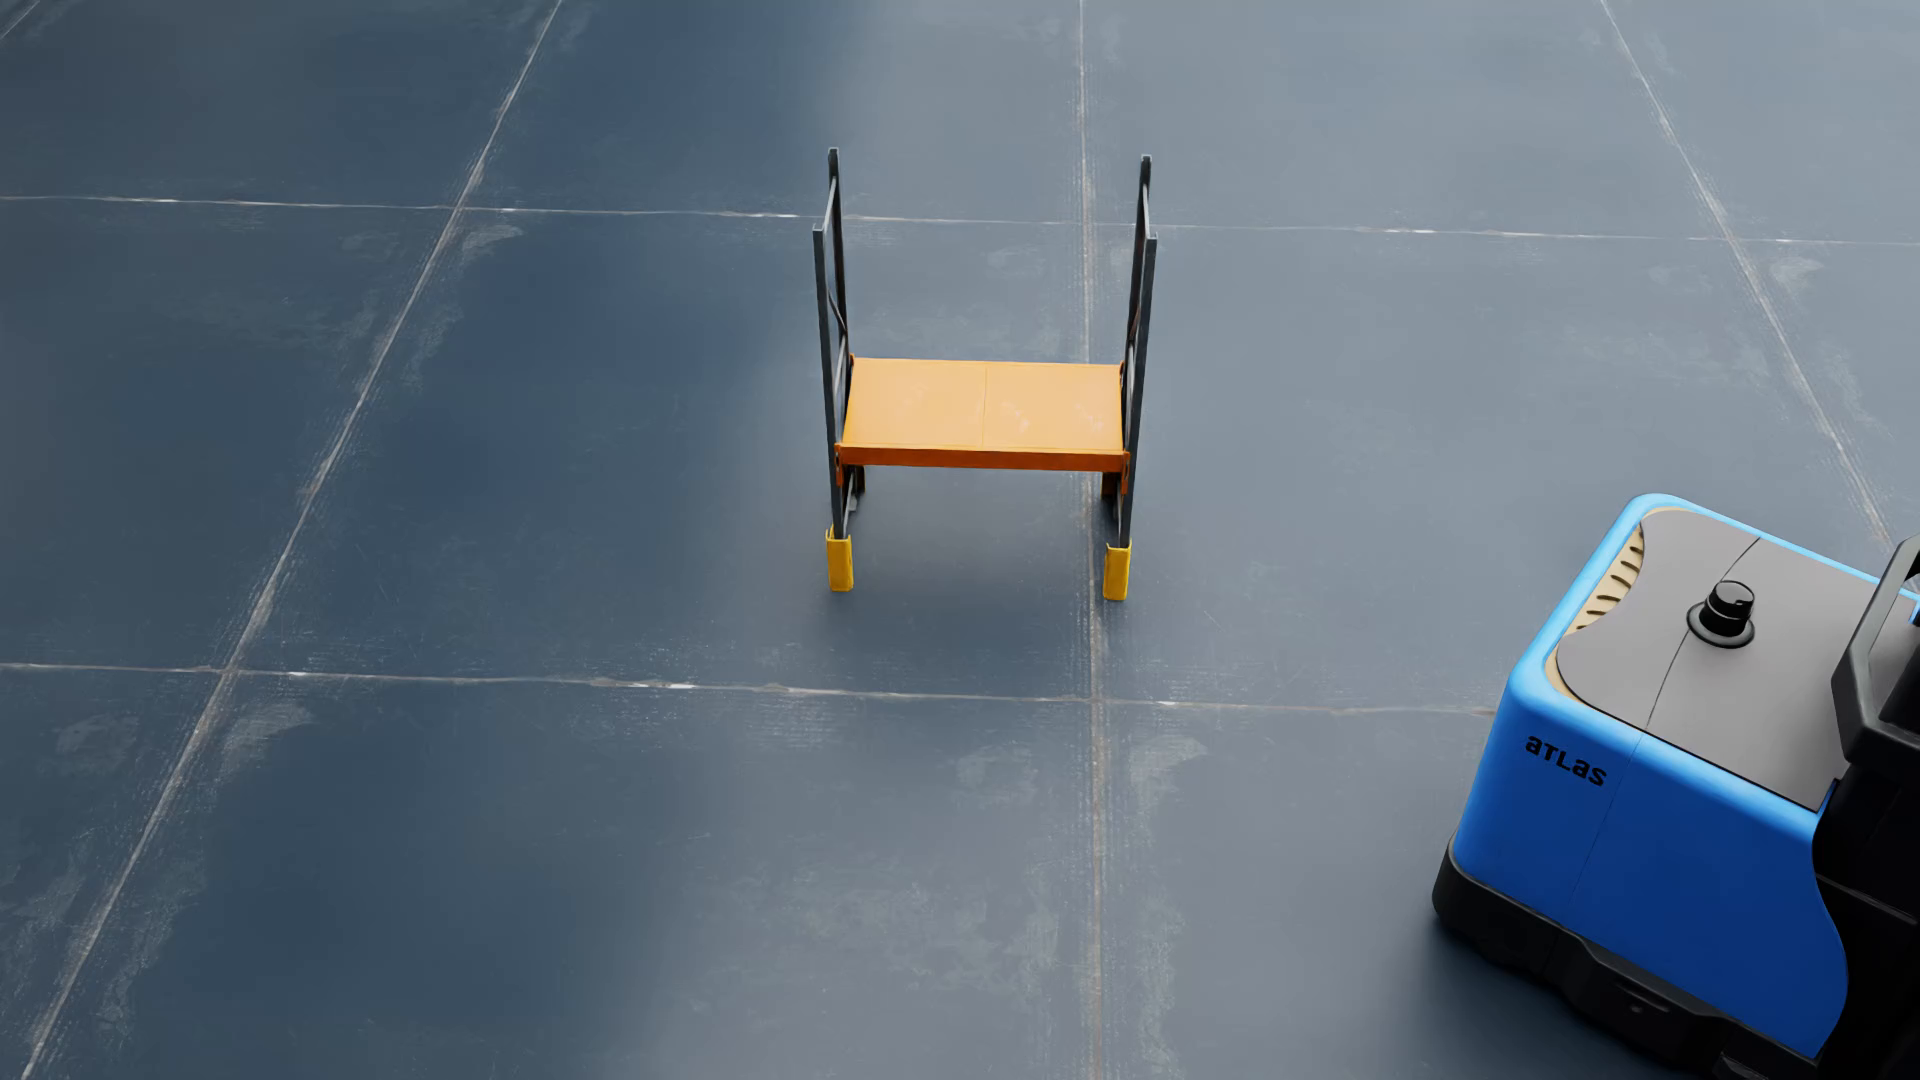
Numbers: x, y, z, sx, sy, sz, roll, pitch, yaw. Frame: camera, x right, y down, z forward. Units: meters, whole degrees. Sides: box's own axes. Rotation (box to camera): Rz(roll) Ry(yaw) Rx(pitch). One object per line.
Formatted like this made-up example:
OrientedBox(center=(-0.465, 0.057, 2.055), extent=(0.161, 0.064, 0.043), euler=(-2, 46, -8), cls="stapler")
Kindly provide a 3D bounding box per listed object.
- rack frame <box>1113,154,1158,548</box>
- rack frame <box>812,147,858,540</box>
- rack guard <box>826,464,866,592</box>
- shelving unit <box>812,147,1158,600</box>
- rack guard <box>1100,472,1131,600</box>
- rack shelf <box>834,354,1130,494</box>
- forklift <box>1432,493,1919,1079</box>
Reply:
OrientedBox(center=(0.593, -0.531, 5.719), extent=(0.032, 1.500, 0.500), euler=(2, 43, 2), cls="rack frame")
OrientedBox(center=(-0.423, -0.562, 5.753), extent=(0.032, 1.500, 0.500), euler=(2, 43, 2), cls="rack frame")
OrientedBox(center=(-0.421, -0.104, 6.179), extent=(0.087, 0.250, 0.587), euler=(2, 43, 2), cls="rack guard")
OrientedBox(center=(0.076, -0.546, 5.736), extent=(1.083, 1.500, 0.587), euler=(2, 43, 2), cls="shelving unit")
OrientedBox(center=(0.574, -0.074, 6.146), extent=(0.087, 0.250, 0.587), euler=(2, 43, 2), cls="rack guard")
OrientedBox(center=(0.085, -0.415, 5.859), extent=(1.000, 0.185, 0.538), euler=(2, 43, 2), cls="rack shelf")
OrientedBox(center=(2.896, 0.420, 3.649), extent=(3.031, 2.935, 1.130), euler=(27, 49, 26), cls="forklift")
